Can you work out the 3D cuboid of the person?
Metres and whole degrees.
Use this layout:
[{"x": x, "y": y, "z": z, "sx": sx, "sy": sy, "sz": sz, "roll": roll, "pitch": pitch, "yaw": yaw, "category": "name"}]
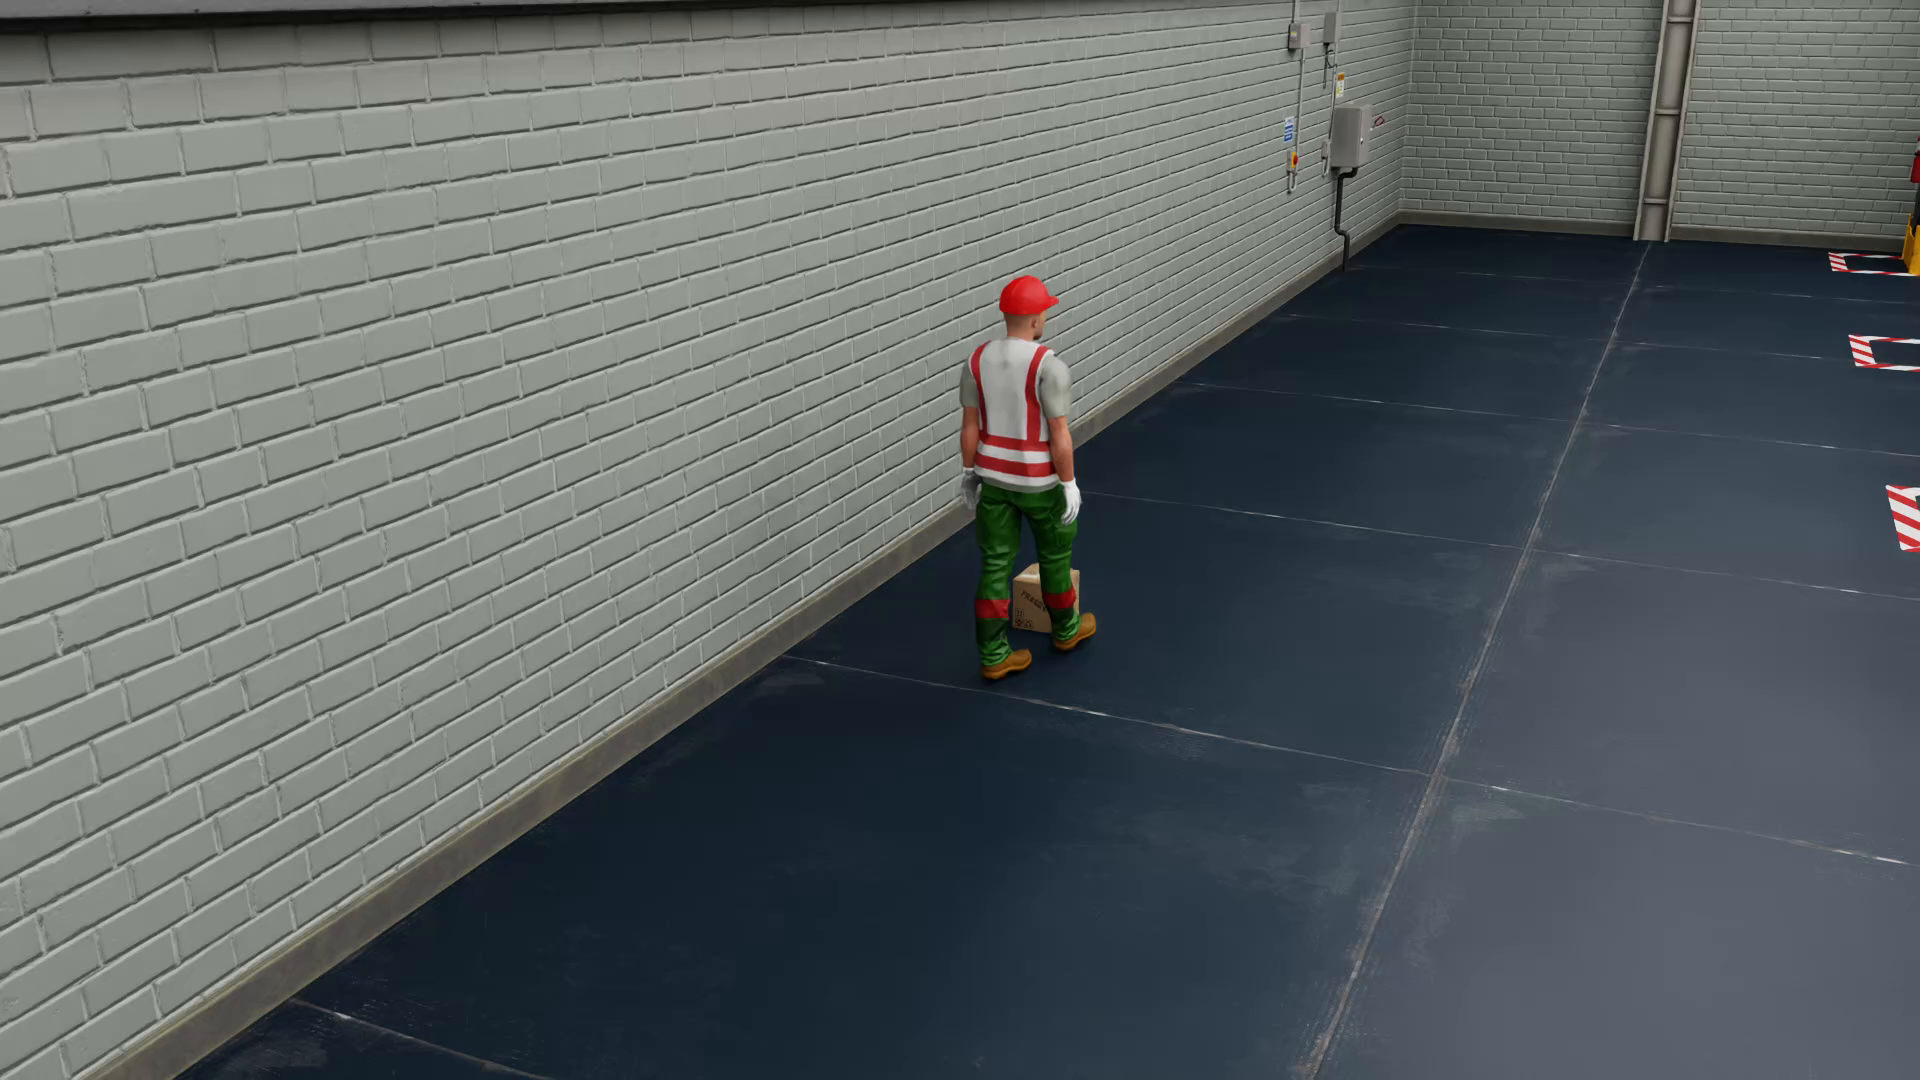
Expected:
[{"x": 0.345, "y": -0.311, "z": 7.402, "sx": 0.571, "sy": 1.774, "sz": 0.747, "roll": 10, "pitch": 21, "yaw": 28, "category": "person"}]
